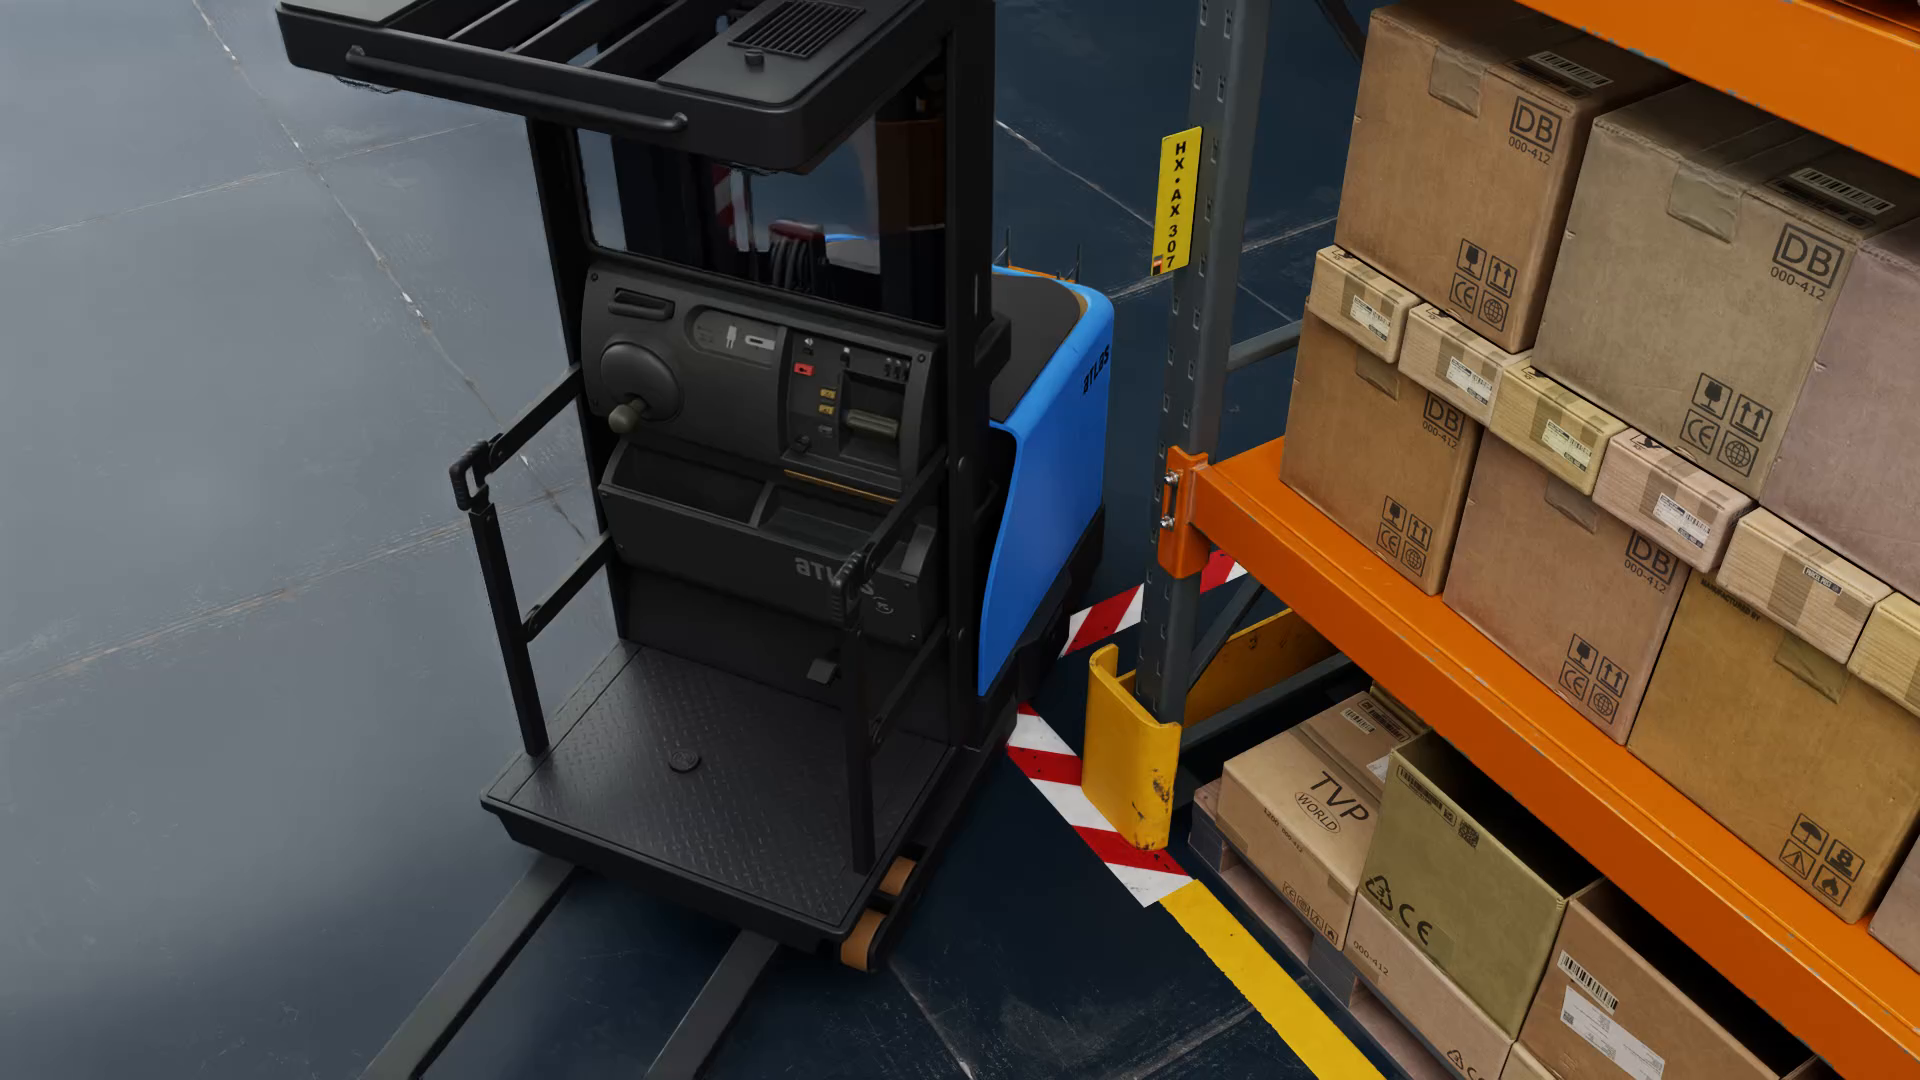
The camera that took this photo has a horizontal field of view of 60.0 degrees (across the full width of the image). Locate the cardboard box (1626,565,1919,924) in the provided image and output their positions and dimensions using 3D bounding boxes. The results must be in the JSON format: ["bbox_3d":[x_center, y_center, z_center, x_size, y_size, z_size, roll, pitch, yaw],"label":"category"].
[{"bbox_3d":[1.717,0.231,3.051,0.700,0.500,0.500,-22,45,-24],"label":"cardboard box"}]

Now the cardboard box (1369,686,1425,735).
[{"bbox_3d":[1.466,0.544,4.574,0.500,0.250,0.500,-22,45,-24],"label":"cardboard box"}]

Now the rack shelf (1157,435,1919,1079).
[{"bbox_3d":[2.004,0.817,2.988,1.077,0.370,4.000,-22,45,-24],"label":"rack shelf"}]

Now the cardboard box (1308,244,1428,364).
[{"bbox_3d":[0.958,-0.540,3.470,0.380,0.149,0.250,-23,45,-25],"label":"cardboard box"}]

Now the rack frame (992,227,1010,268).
[{"bbox_3d":[0.114,-0.537,5.573,0.008,1.050,0.200,16,42,18],"label":"rack frame"}]

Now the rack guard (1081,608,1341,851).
[{"bbox_3d":[0.916,0.409,4.869,1.175,0.500,0.348,-22,45,-24],"label":"rack guard"}]

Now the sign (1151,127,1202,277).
[{"bbox_3d":[0.457,-0.714,3.525,0.100,0.325,0.005,-22,45,-24],"label":"sign"}]

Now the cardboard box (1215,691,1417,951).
[{"bbox_3d":[1.029,0.723,4.360,0.500,0.250,0.500,-22,45,-24],"label":"cardboard box"}]

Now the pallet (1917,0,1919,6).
[{"bbox_3d":[1.947,-0.607,1.861,1.003,0.211,1.213,-22,45,-24],"label":"pallet"}]

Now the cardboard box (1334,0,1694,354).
[{"bbox_3d":[1.197,-0.790,3.264,0.700,0.500,0.500,-22,45,-24],"label":"cardboard box"}]

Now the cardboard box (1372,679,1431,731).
[{"bbox_3d":[1.468,0.255,4.334,0.500,0.500,0.500,-22,45,-24],"label":"cardboard box"}]

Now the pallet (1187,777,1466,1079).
[{"bbox_3d":[1.375,0.931,4.468,1.003,0.211,1.213,-22,45,-24],"label":"pallet"}]

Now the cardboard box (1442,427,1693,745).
[{"bbox_3d":[1.455,-0.039,3.375,0.700,0.500,0.500,-21,44,-23],"label":"cardboard box"}]

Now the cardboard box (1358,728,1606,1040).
[{"bbox_3d":[1.300,0.704,3.796,0.500,0.500,0.500,-22,45,-24],"label":"cardboard box"}]

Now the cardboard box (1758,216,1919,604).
[{"bbox_3d":[1.756,-0.237,2.599,0.700,0.500,0.500,-22,45,-24],"label":"cardboard box"}]

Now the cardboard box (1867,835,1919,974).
[{"bbox_3d":[2.004,0.514,2.712,0.700,0.500,0.500,-21,44,-23],"label":"cardboard box"}]

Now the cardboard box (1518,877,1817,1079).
[{"bbox_3d":[1.579,0.969,3.478,0.500,0.500,0.500,-22,45,-24],"label":"cardboard box"}]

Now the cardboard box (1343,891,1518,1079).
[{"bbox_3d":[1.301,0.991,4.037,0.500,0.250,0.500,-22,45,-24],"label":"cardboard box"}]

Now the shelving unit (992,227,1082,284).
[{"bbox_3d":[0.226,-0.505,5.535,0.252,1.050,0.215,16,42,18],"label":"shelving unit"}]

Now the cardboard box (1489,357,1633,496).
[{"bbox_3d":[1.235,-0.264,3.138,0.380,0.149,0.250,-22,45,-24],"label":"cardboard box"}]

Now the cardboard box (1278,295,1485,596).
[{"bbox_3d":[1.169,-0.321,3.713,0.700,0.500,0.500,-22,45,-24],"label":"cardboard box"}]

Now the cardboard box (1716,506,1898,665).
[{"bbox_3d":[1.514,0.016,2.802,0.380,0.149,0.250,-24,45,-26],"label":"cardboard box"}]

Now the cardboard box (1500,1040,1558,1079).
[{"bbox_3d":[1.570,1.261,3.713,0.500,0.250,0.500,-22,45,-24],"label":"cardboard box"}]

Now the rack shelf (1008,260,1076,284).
[{"bbox_3d":[0.227,-0.717,5.362,0.240,0.259,0.215,16,42,18],"label":"rack shelf"}]

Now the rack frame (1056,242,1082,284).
[{"bbox_3d":[0.337,-0.474,5.497,0.008,1.050,0.200,16,42,18],"label":"rack frame"}]

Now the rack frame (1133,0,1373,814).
[{"bbox_3d":[0.929,-0.539,4.053,1.000,3.000,0.127,-22,45,-24],"label":"rack frame"}]

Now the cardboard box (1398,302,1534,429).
[{"bbox_3d":[1.102,-0.399,3.300,0.380,0.149,0.250,-23,45,-25],"label":"cardboard box"}]

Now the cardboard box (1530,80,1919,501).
[{"bbox_3d":[1.485,-0.508,2.925,0.700,0.500,0.500,-23,45,-25],"label":"cardboard box"}]

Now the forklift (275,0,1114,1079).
[{"bbox_3d":[-0.585,-0.309,3.831,1.130,2.935,3.031,16,42,18],"label":"forklift"}]

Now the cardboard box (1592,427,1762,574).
[{"bbox_3d":[1.369,-0.127,2.974,0.380,0.149,0.250,-23,45,-25],"label":"cardboard box"}]

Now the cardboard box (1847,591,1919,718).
[{"bbox_3d":[1.652,0.154,2.637,0.380,0.149,0.250,-23,45,-25],"label":"cardboard box"}]
